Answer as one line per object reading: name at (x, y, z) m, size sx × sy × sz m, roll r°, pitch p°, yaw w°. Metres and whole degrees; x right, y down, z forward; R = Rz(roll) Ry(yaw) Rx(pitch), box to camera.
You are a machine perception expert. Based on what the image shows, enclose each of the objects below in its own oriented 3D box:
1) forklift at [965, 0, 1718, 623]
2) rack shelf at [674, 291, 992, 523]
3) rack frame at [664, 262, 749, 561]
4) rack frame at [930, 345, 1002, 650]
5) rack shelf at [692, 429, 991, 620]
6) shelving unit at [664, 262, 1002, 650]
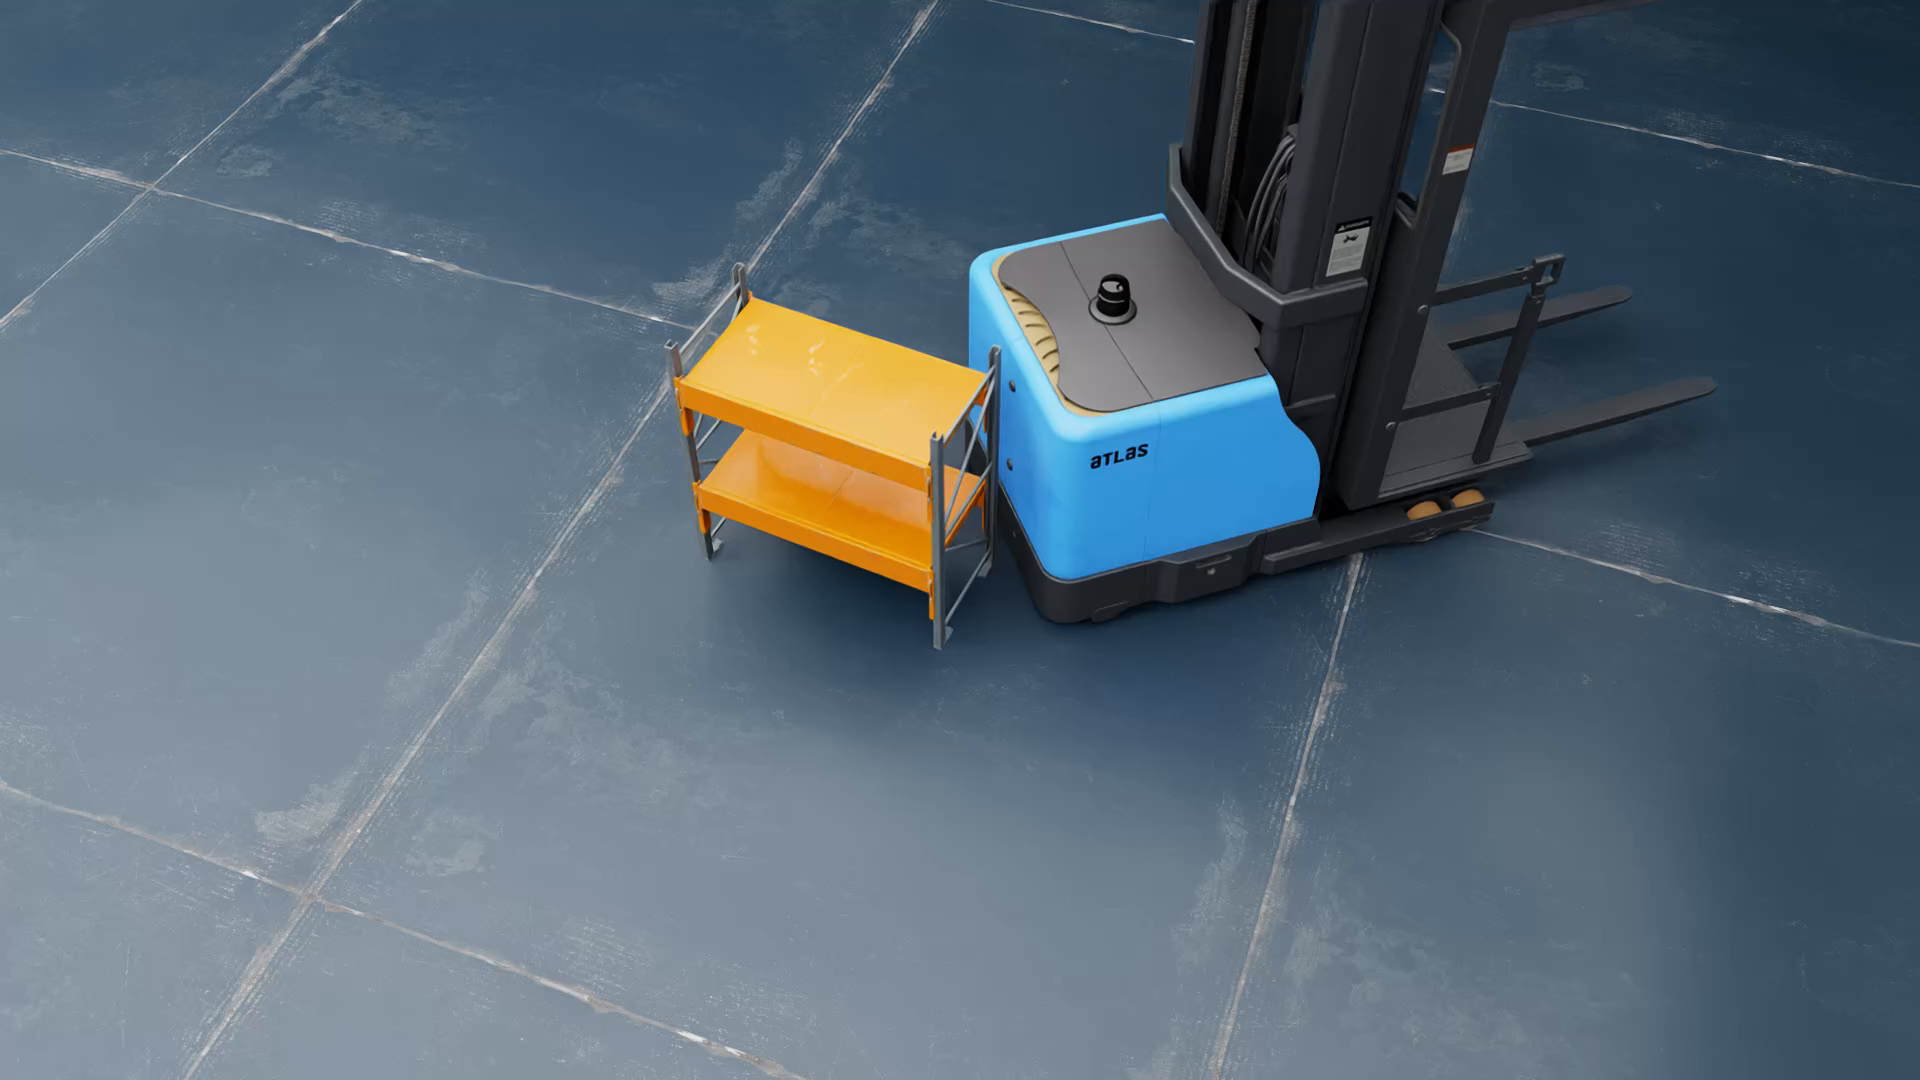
forklift at (1.595, -1.320, 5.821) m, size 3.031 × 2.935 × 1.130 m, roll -14°, pitch 51°, yaw -12°
rack shelf at (-0.437, -0.485, 5.906) m, size 1.000 × 0.278 × 0.538 m, roll 20°, pitch 52°, yaw 16°
rack frame at (-0.895, -0.459, 6.270) m, size 0.032 × 1.125 × 0.500 m, roll 20°, pitch 52°, yaw 16°
rack frame at (0.022, -0.128, 5.983) m, size 0.032 × 1.125 × 0.500 m, roll 20°, pitch 52°, yaw 16°
rack shelf at (-0.437, -0.134, 6.312) m, size 1.000 × 0.278 × 0.538 m, roll 20°, pitch 52°, yaw 16°
shelving unit at (-0.437, -0.294, 6.127) m, size 1.048 × 1.125 × 0.538 m, roll 20°, pitch 52°, yaw 16°
